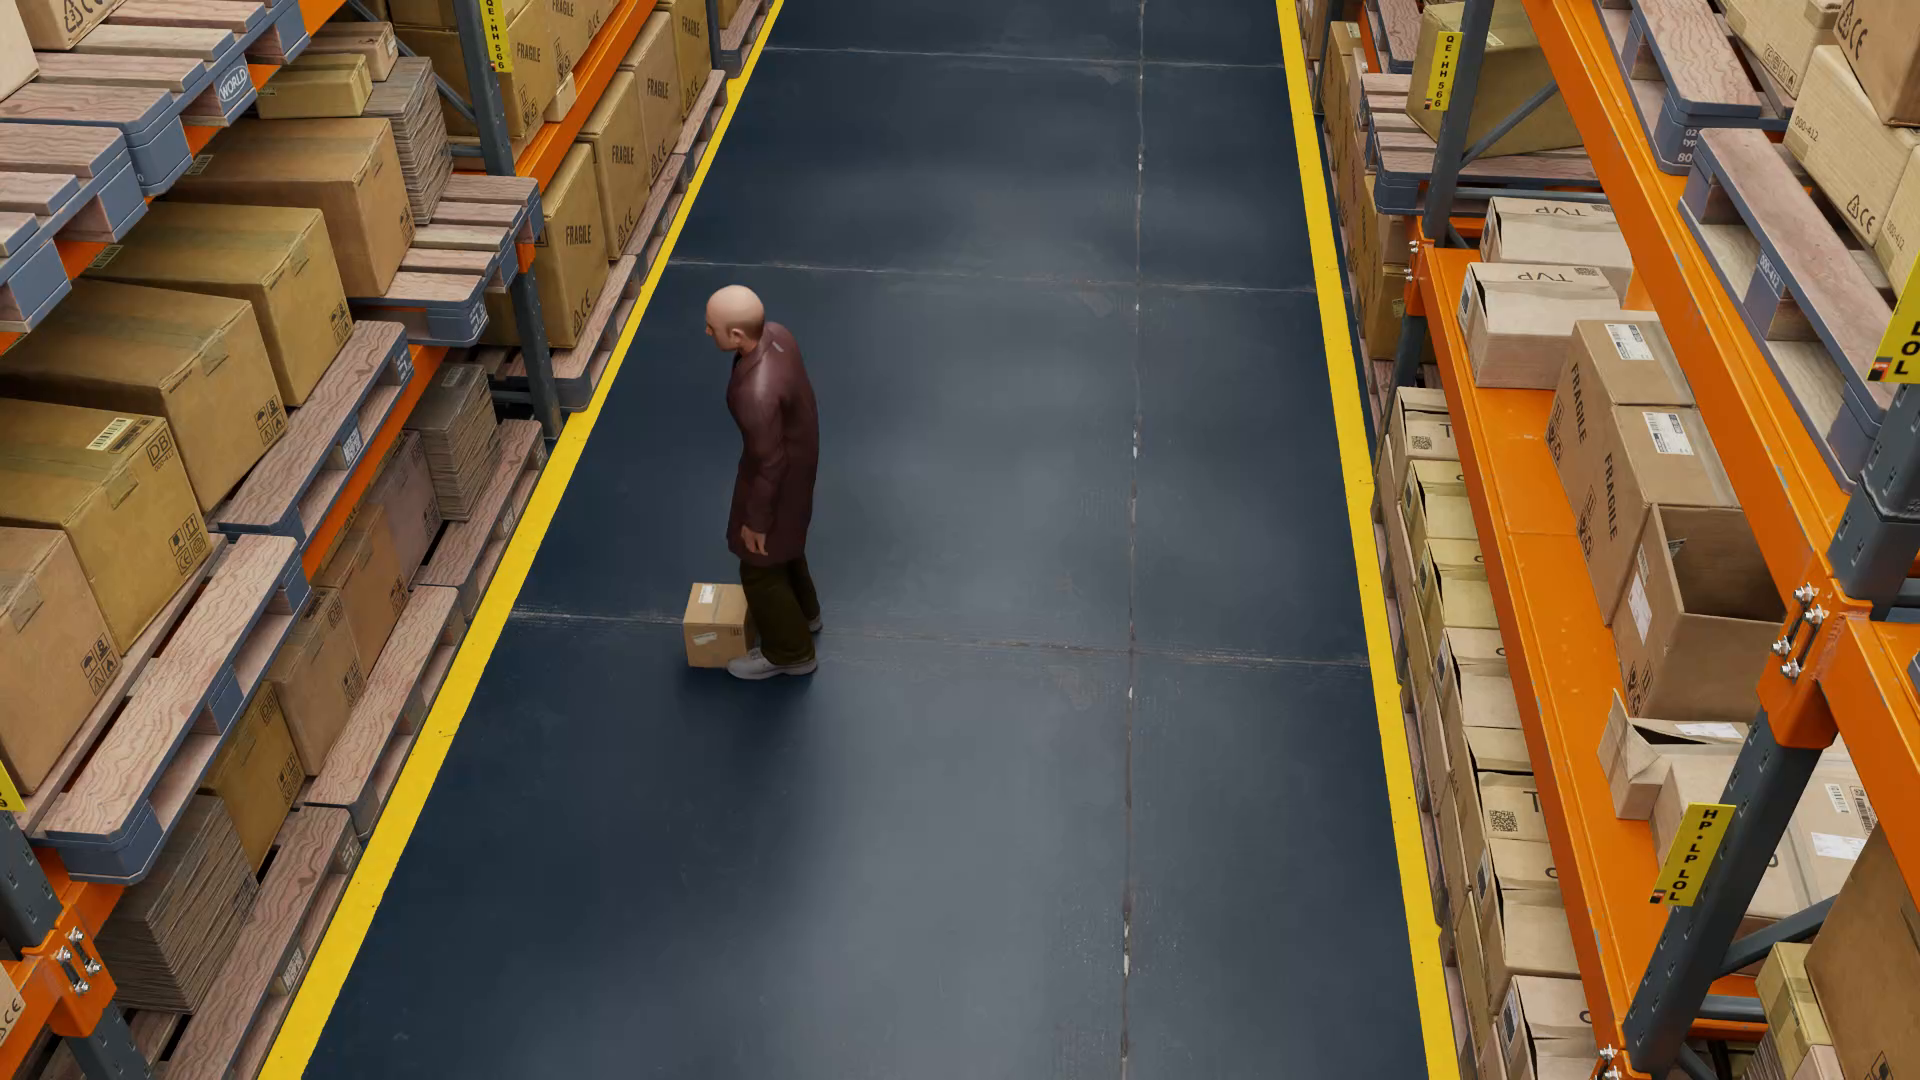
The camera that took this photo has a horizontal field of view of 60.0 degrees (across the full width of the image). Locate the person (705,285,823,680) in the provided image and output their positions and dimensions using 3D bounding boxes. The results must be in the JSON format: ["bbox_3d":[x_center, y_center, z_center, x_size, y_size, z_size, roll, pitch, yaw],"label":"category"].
[{"bbox_3d":[-0.747,-0.216,6.431,0.429,1.772,0.643,1,40,2],"label":"person"}]
